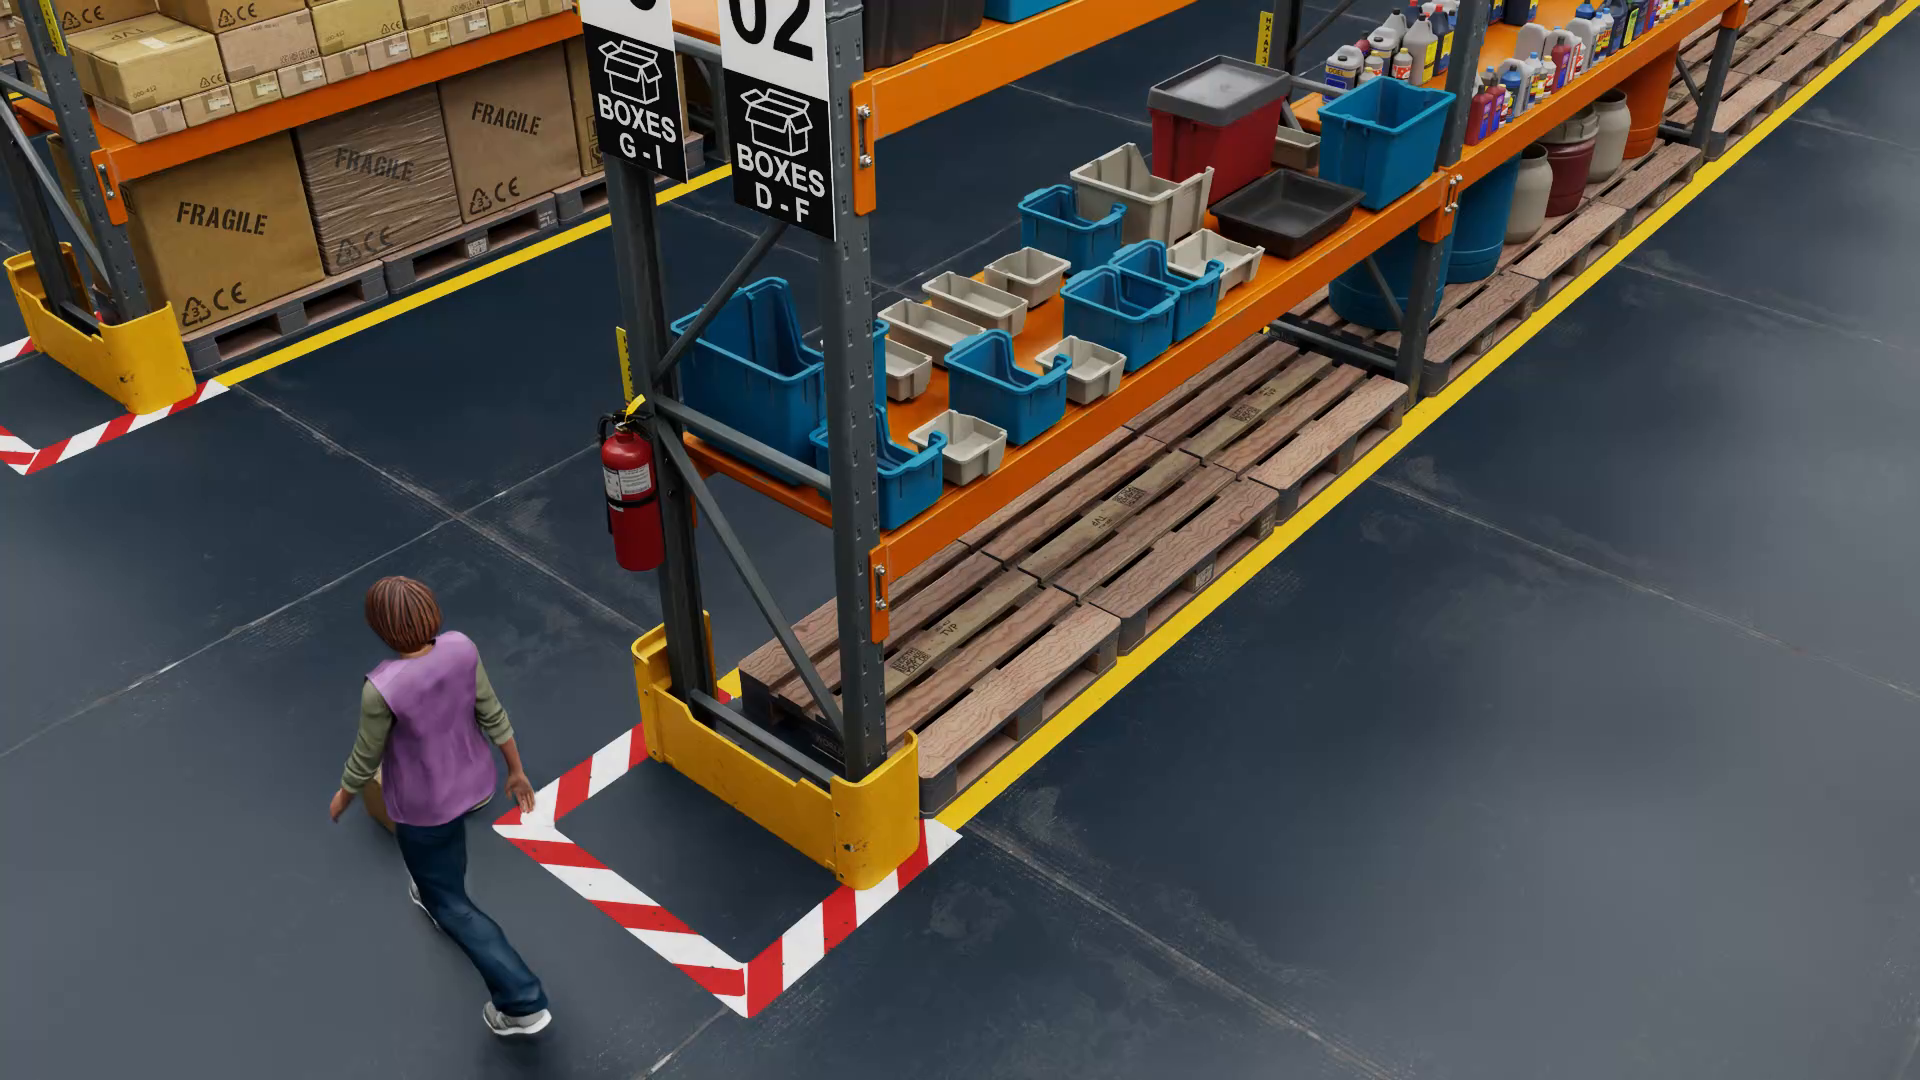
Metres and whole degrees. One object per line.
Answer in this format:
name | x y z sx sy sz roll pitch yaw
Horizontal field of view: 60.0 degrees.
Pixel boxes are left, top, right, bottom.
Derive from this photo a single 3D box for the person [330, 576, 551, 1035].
person | -1.578 0.776 5.048 0.921 1.550 0.489 25 42 31
